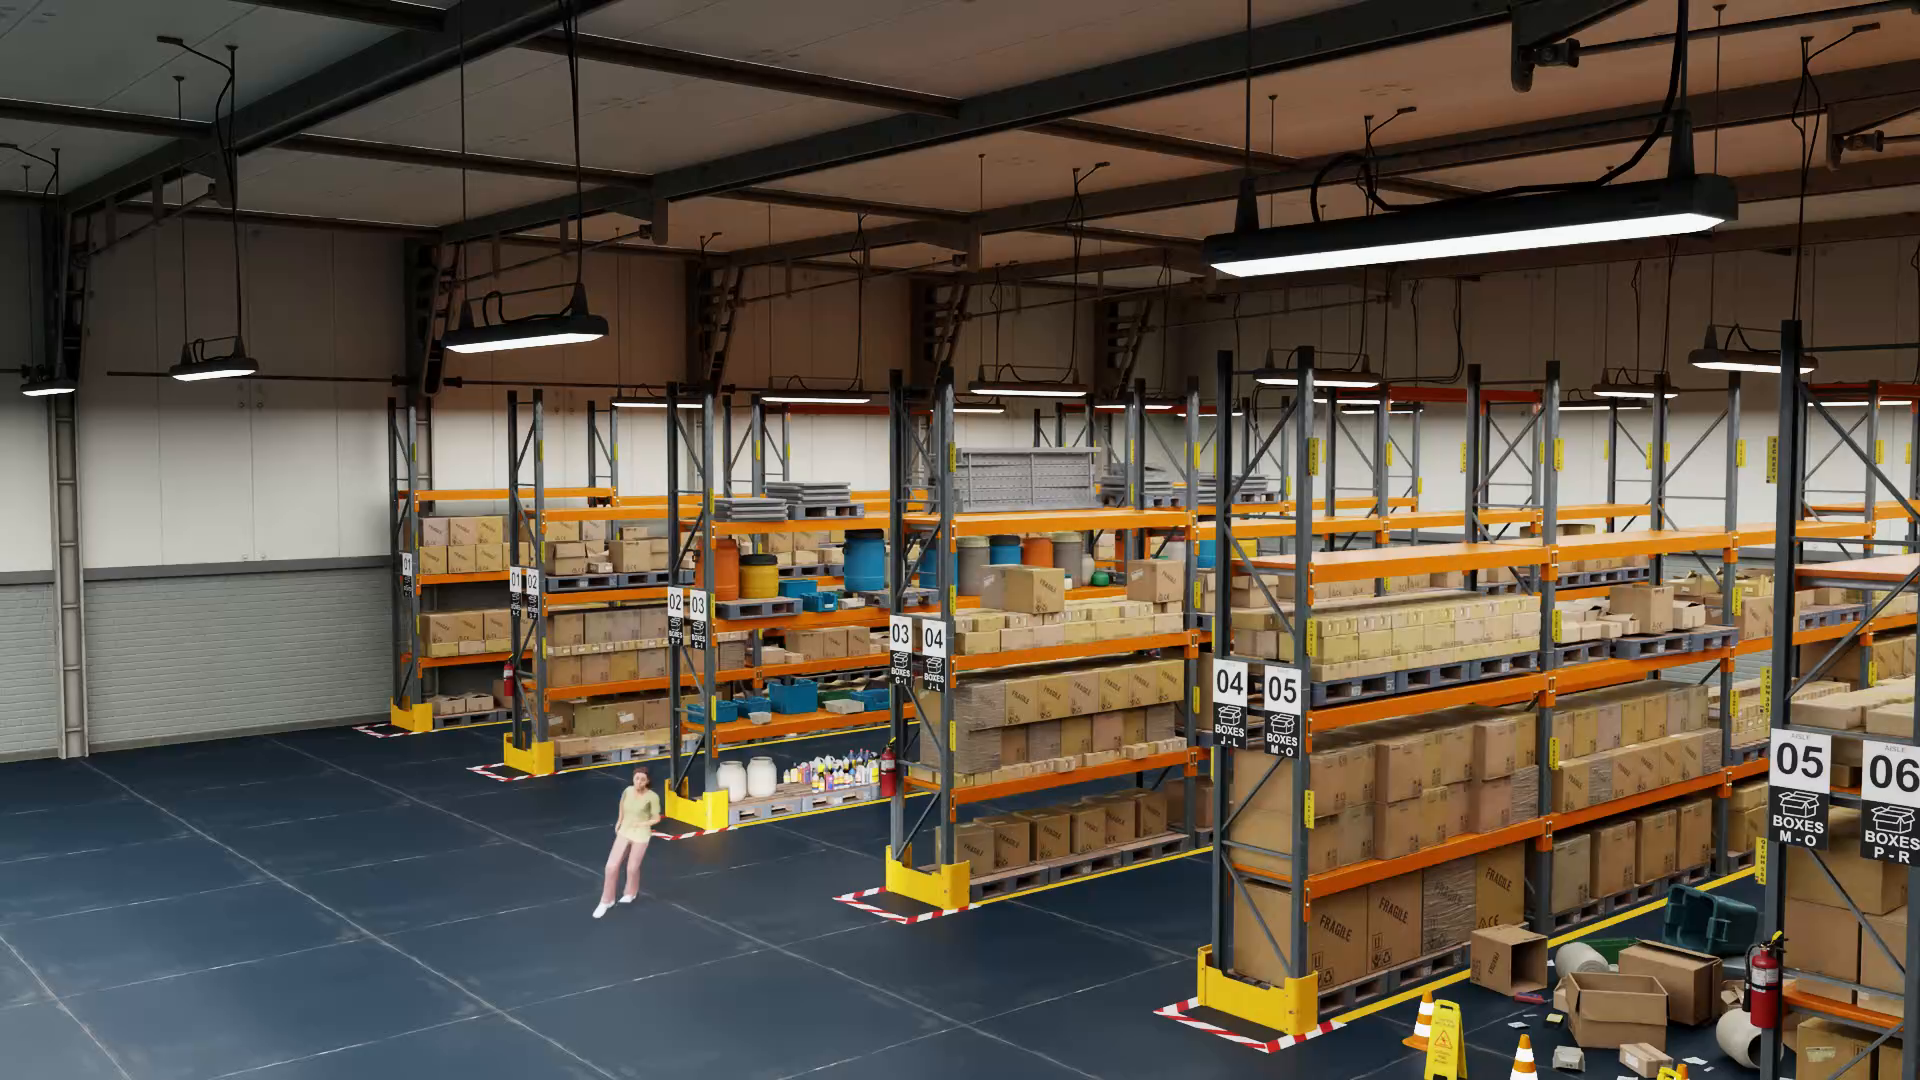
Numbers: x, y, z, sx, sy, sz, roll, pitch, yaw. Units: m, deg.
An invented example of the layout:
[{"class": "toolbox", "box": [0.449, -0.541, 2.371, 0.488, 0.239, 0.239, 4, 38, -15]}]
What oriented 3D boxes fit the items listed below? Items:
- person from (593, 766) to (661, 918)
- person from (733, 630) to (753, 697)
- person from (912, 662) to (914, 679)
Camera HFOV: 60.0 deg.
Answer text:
[{"class": "person", "box": [-3.597, 3.274, 18.253, 0.717, 1.640, 0.737, 1, 3, 9]}, {"class": "person", "box": [-3.979, 2.480, 31.009, 0.598, 1.758, 0.685, 0, 3, 0]}, {"class": "person", "box": [-1.143, 2.257, 35.199, 0.860, 1.741, 0.533, -3, 5, -43]}]
